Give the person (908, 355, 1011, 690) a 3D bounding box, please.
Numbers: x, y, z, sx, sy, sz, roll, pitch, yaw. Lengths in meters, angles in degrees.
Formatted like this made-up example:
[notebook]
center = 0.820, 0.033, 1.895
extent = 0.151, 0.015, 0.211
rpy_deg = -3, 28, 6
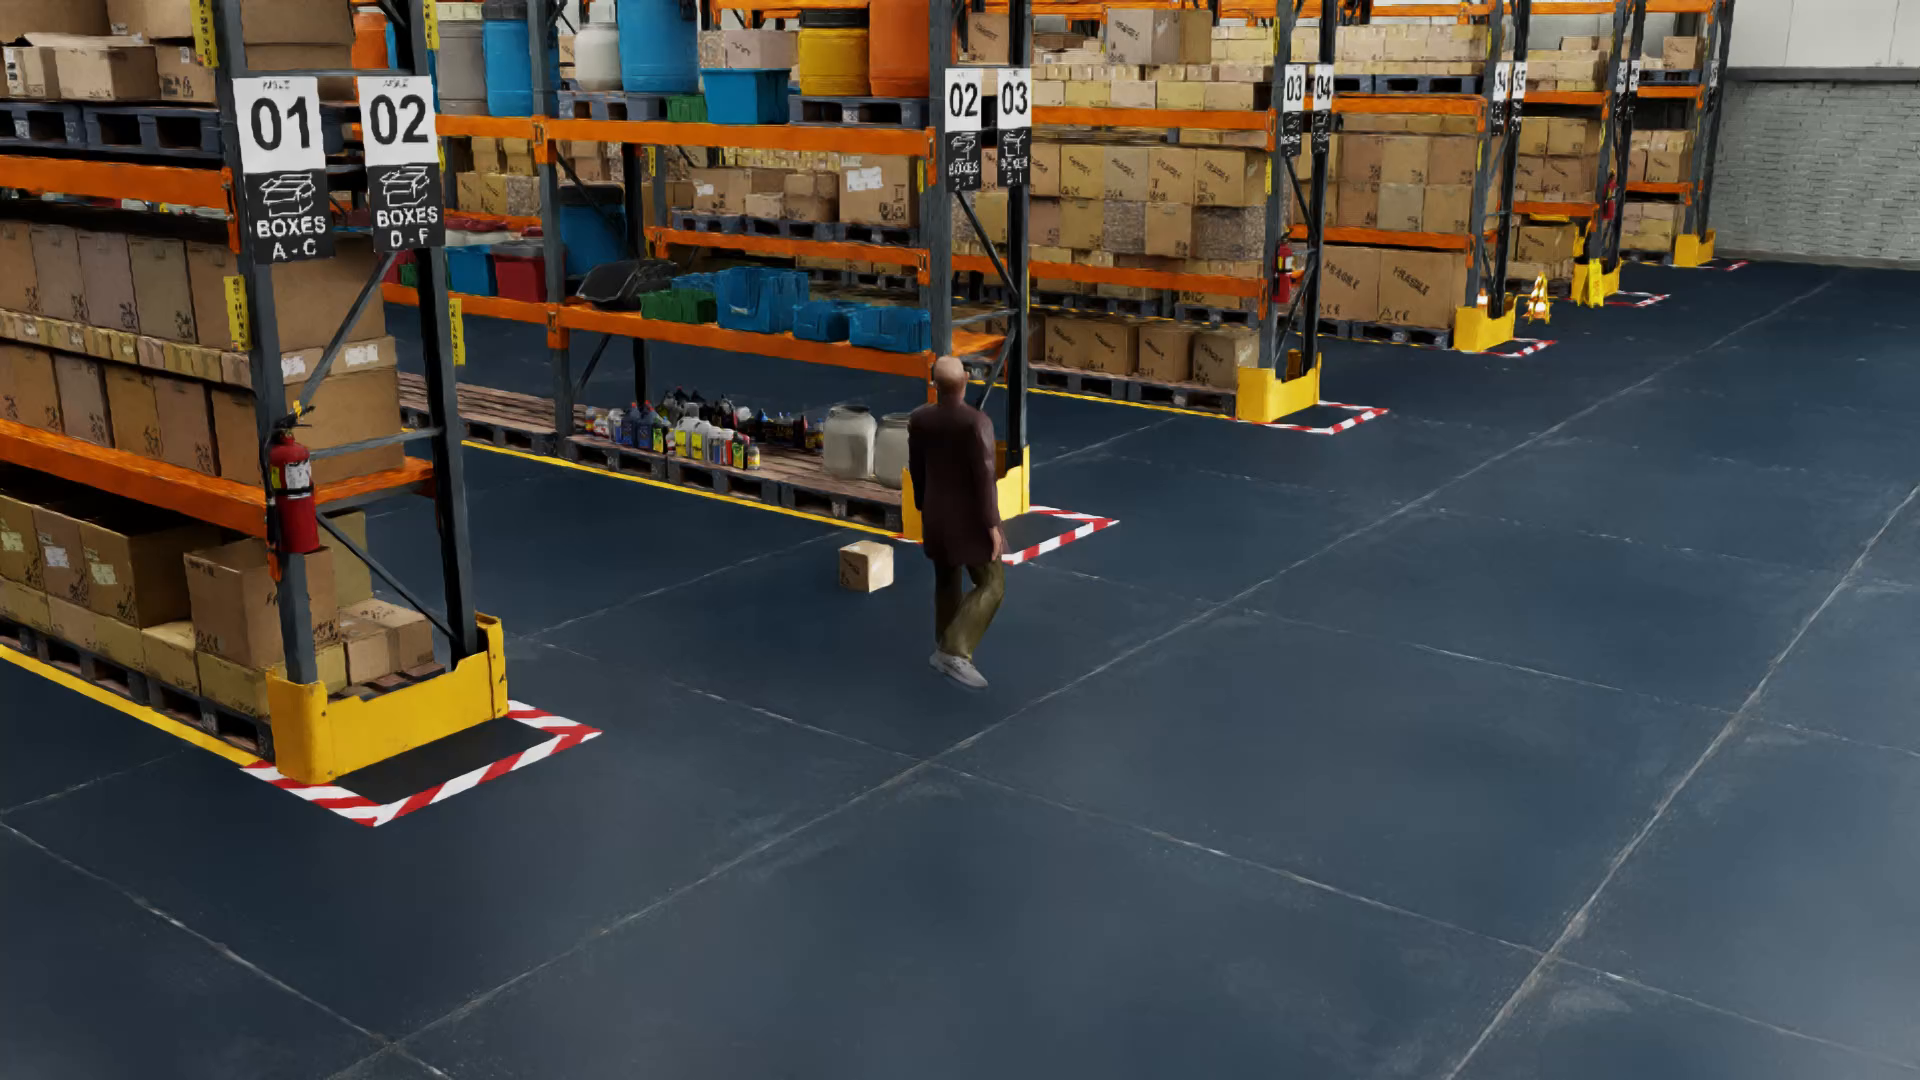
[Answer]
[person]
center = -0.001, -0.089, 8.865
extent = 0.787, 1.775, 0.661
rpy_deg = 13, 21, 38
